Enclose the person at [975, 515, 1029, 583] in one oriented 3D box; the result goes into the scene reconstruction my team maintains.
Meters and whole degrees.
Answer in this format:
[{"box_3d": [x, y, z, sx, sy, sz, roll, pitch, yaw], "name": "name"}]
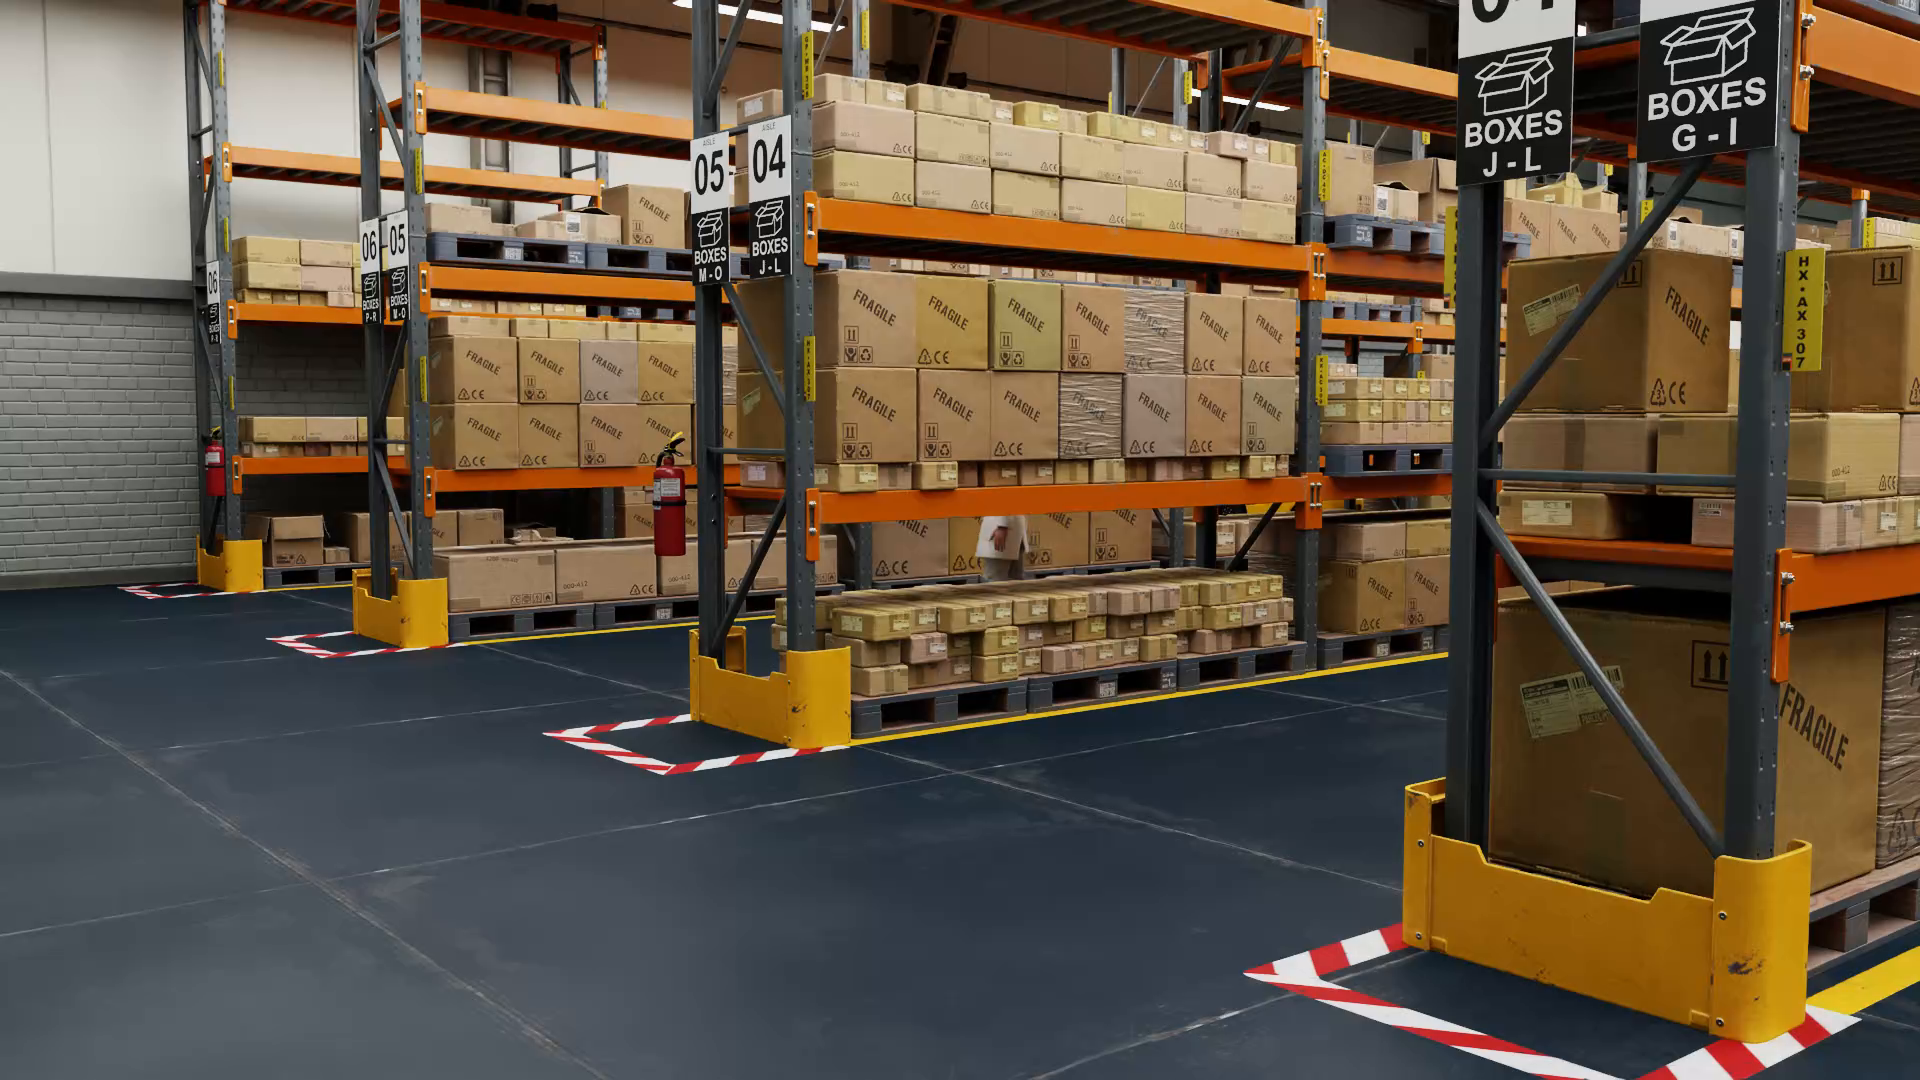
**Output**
[{"box_3d": [0.277, -0.090, 11.951, 0.585, 1.780, 0.600, 0, 4, 2], "name": "person"}]
